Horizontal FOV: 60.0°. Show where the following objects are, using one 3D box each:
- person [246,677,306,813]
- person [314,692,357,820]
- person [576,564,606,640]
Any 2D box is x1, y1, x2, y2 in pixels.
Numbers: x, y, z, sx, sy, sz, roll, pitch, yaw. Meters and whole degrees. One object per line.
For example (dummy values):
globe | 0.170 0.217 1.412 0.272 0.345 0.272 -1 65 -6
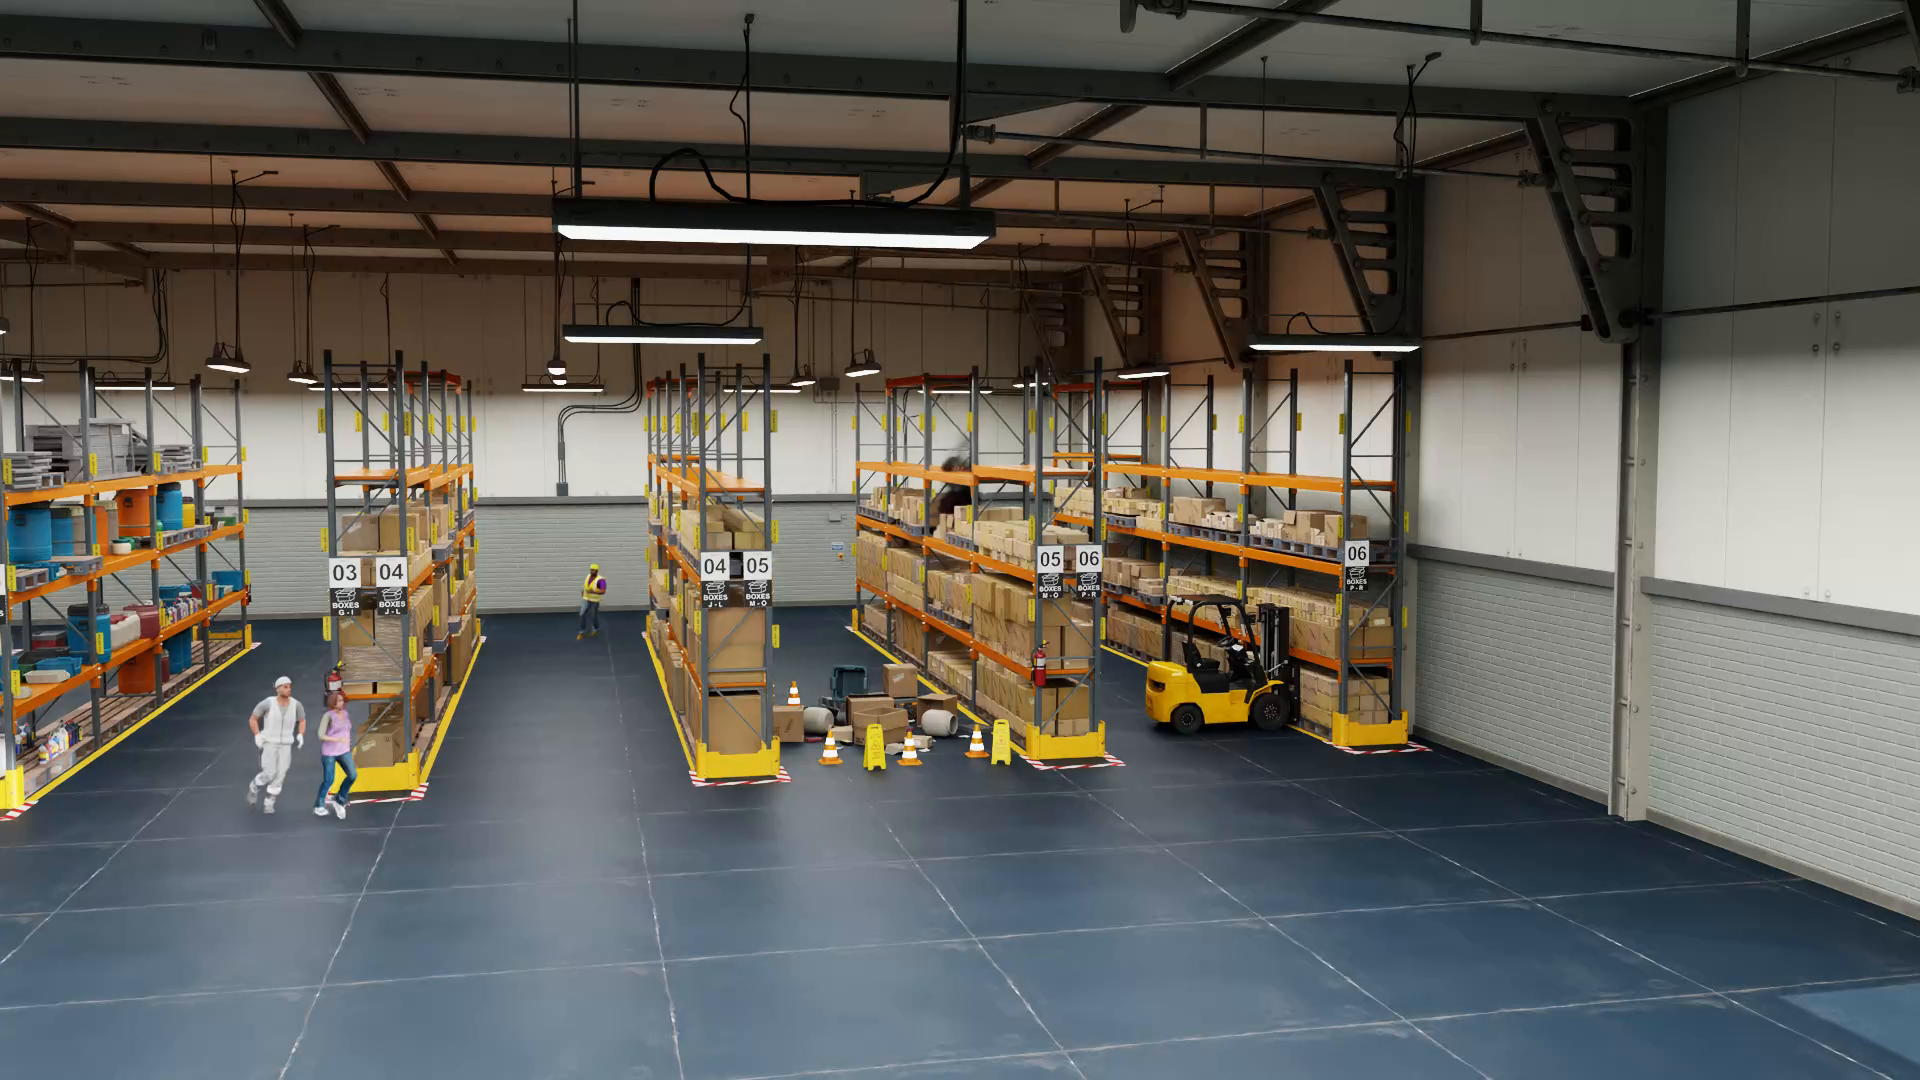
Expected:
person | -8.857 2.635 21.608 0.721 1.729 0.584 -4 5 -42
person | -7.918 2.743 21.136 0.612 1.619 0.542 2 5 31
person | -8.516 1.448 38.802 0.705 1.812 0.723 1 4 17
